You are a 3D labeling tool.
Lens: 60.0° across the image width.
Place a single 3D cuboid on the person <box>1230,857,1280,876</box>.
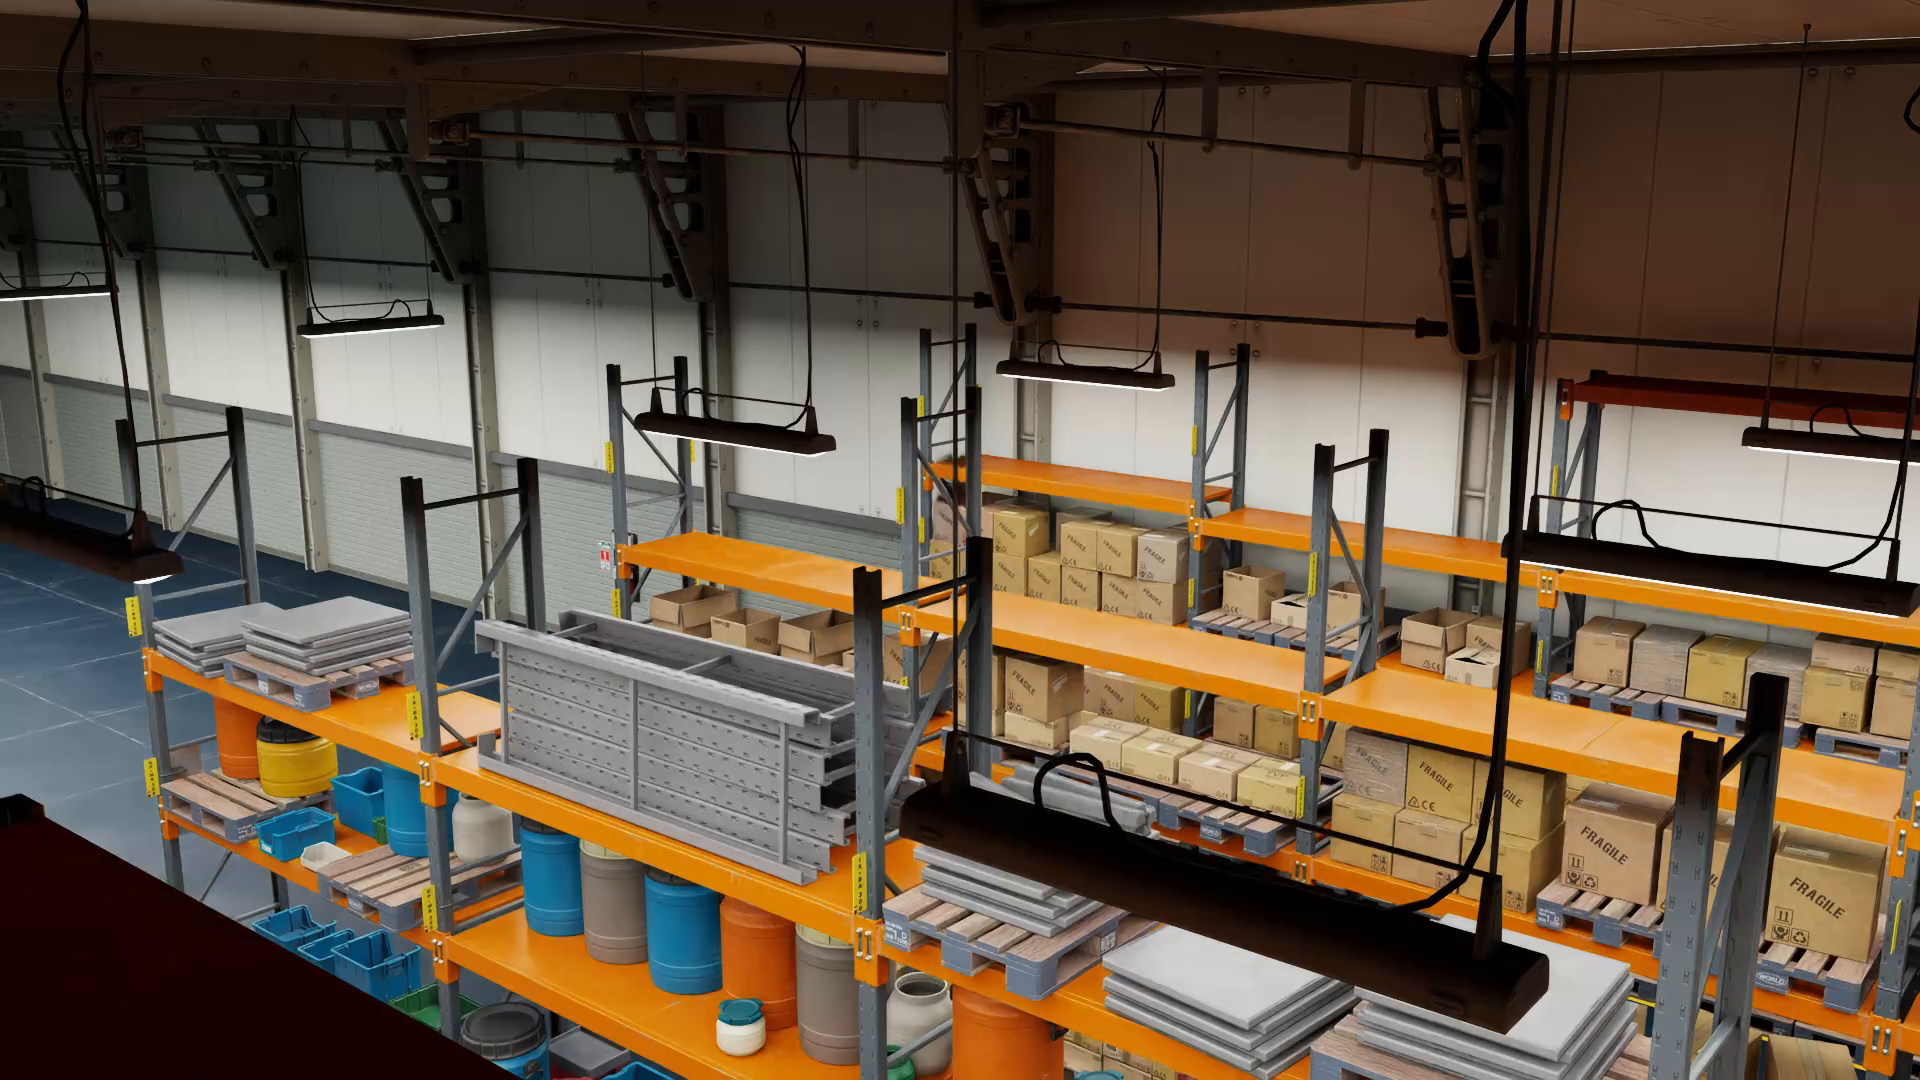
[{"bbox_3d":[3.024,3.477,17.184,1.045,1.597,0.536,9,16,36],"label":"person"}]
